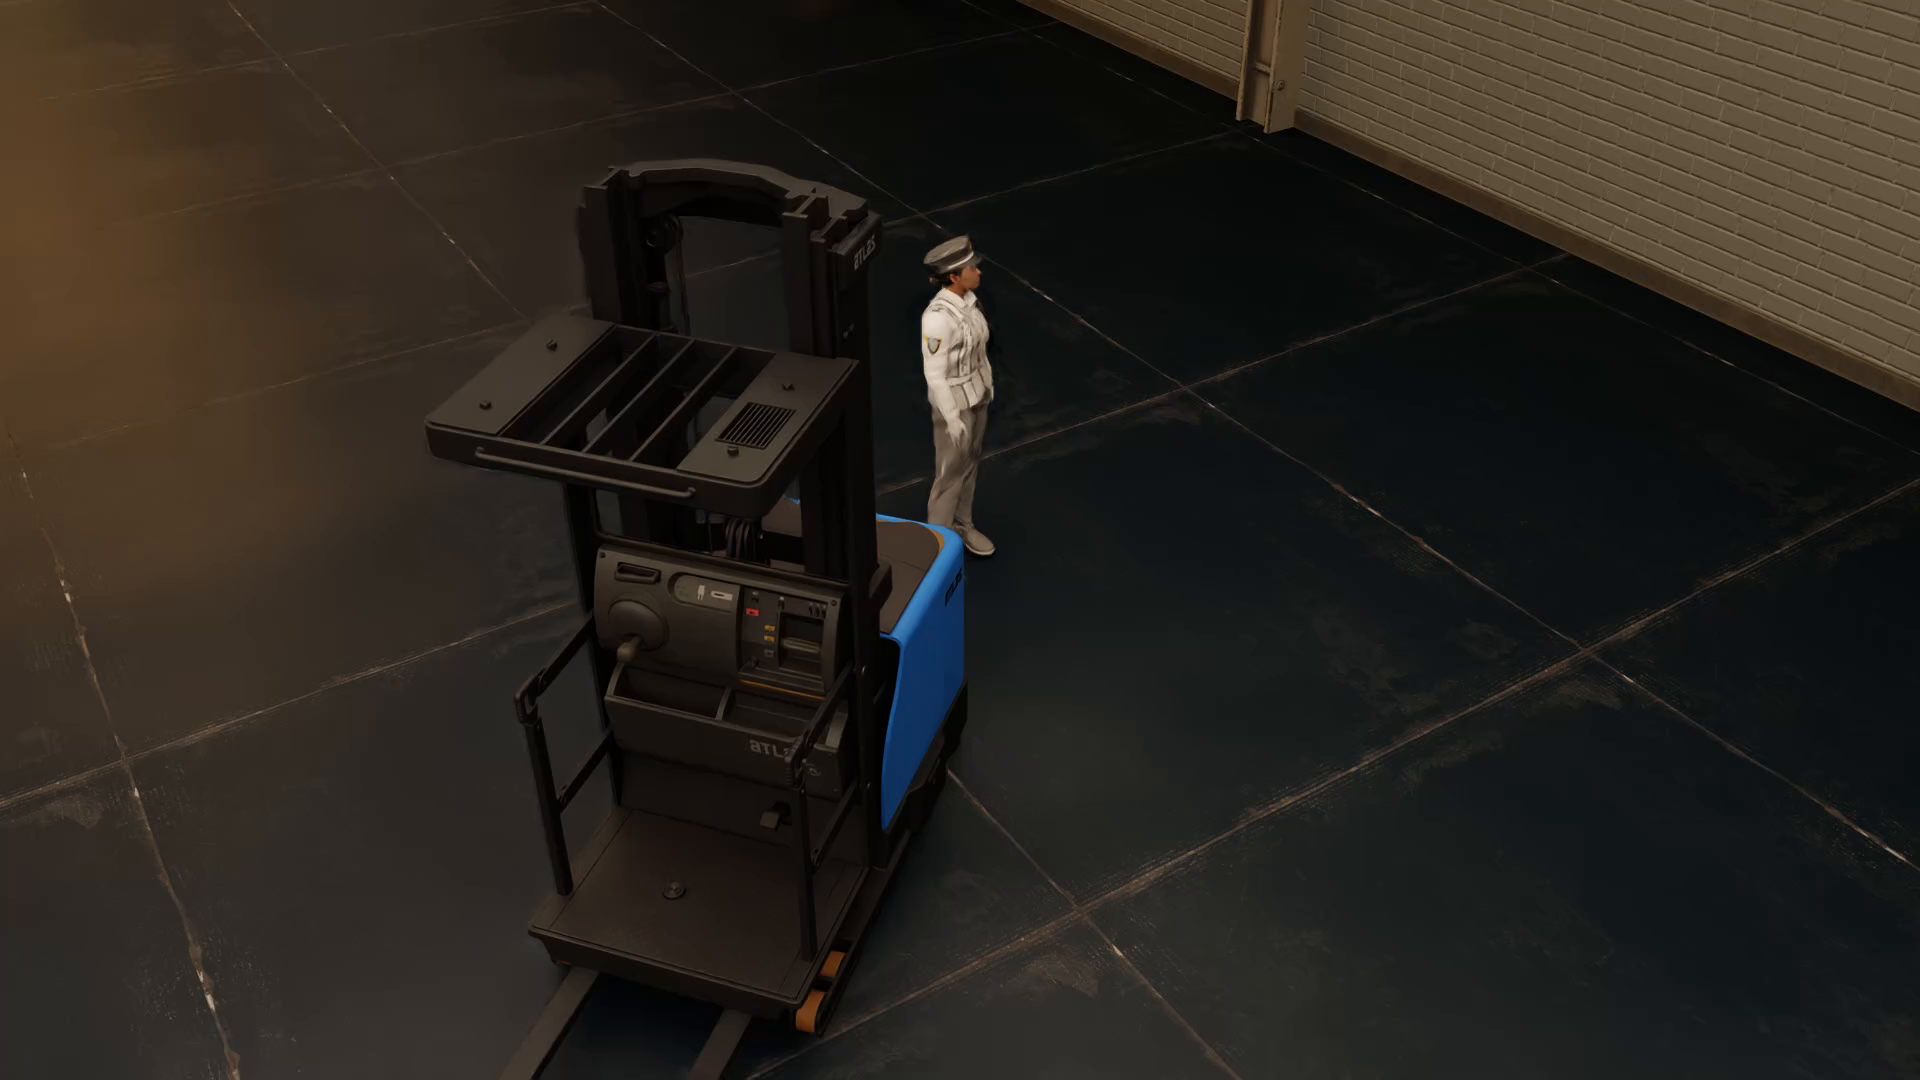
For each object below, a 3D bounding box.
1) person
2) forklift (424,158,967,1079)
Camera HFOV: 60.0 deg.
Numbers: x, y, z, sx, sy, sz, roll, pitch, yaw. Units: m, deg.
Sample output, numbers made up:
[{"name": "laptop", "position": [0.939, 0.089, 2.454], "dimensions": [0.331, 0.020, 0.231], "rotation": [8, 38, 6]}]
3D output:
[{"name": "person", "position": [-0.006, -0.667, 8.164], "dimensions": [0.397, 1.696, 0.693], "rotation": [11, 36, 15]}, {"name": "forklift", "position": [-0.921, 0.349, 5.650], "dimensions": [1.130, 2.935, 3.031], "rotation": [11, 37, 15]}]
